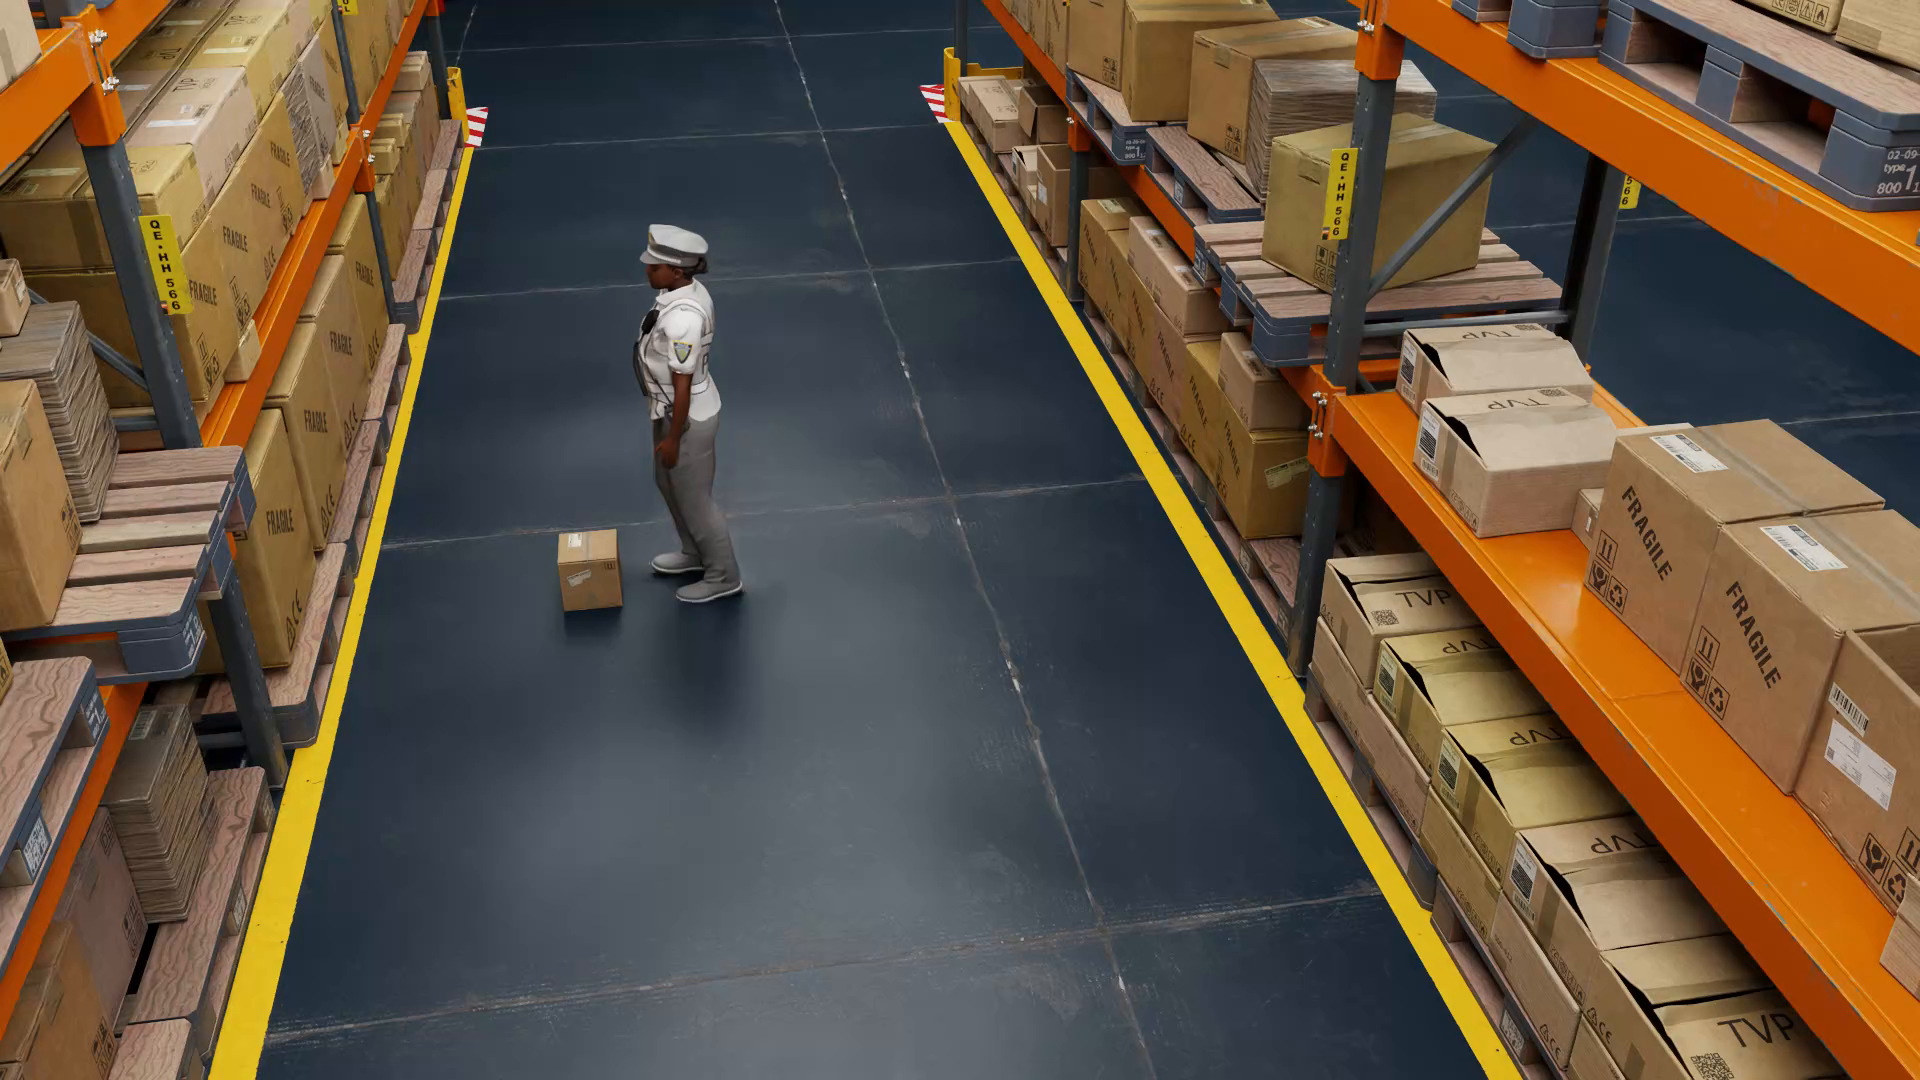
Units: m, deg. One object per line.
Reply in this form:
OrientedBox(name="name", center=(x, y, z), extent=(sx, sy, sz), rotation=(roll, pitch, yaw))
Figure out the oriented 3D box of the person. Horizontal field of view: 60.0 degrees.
OrientedBox(name="person", center=(-1.173, -0.513, 6.987), extent=(0.393, 1.685, 0.434), rotation=(-5, 31, -8))
